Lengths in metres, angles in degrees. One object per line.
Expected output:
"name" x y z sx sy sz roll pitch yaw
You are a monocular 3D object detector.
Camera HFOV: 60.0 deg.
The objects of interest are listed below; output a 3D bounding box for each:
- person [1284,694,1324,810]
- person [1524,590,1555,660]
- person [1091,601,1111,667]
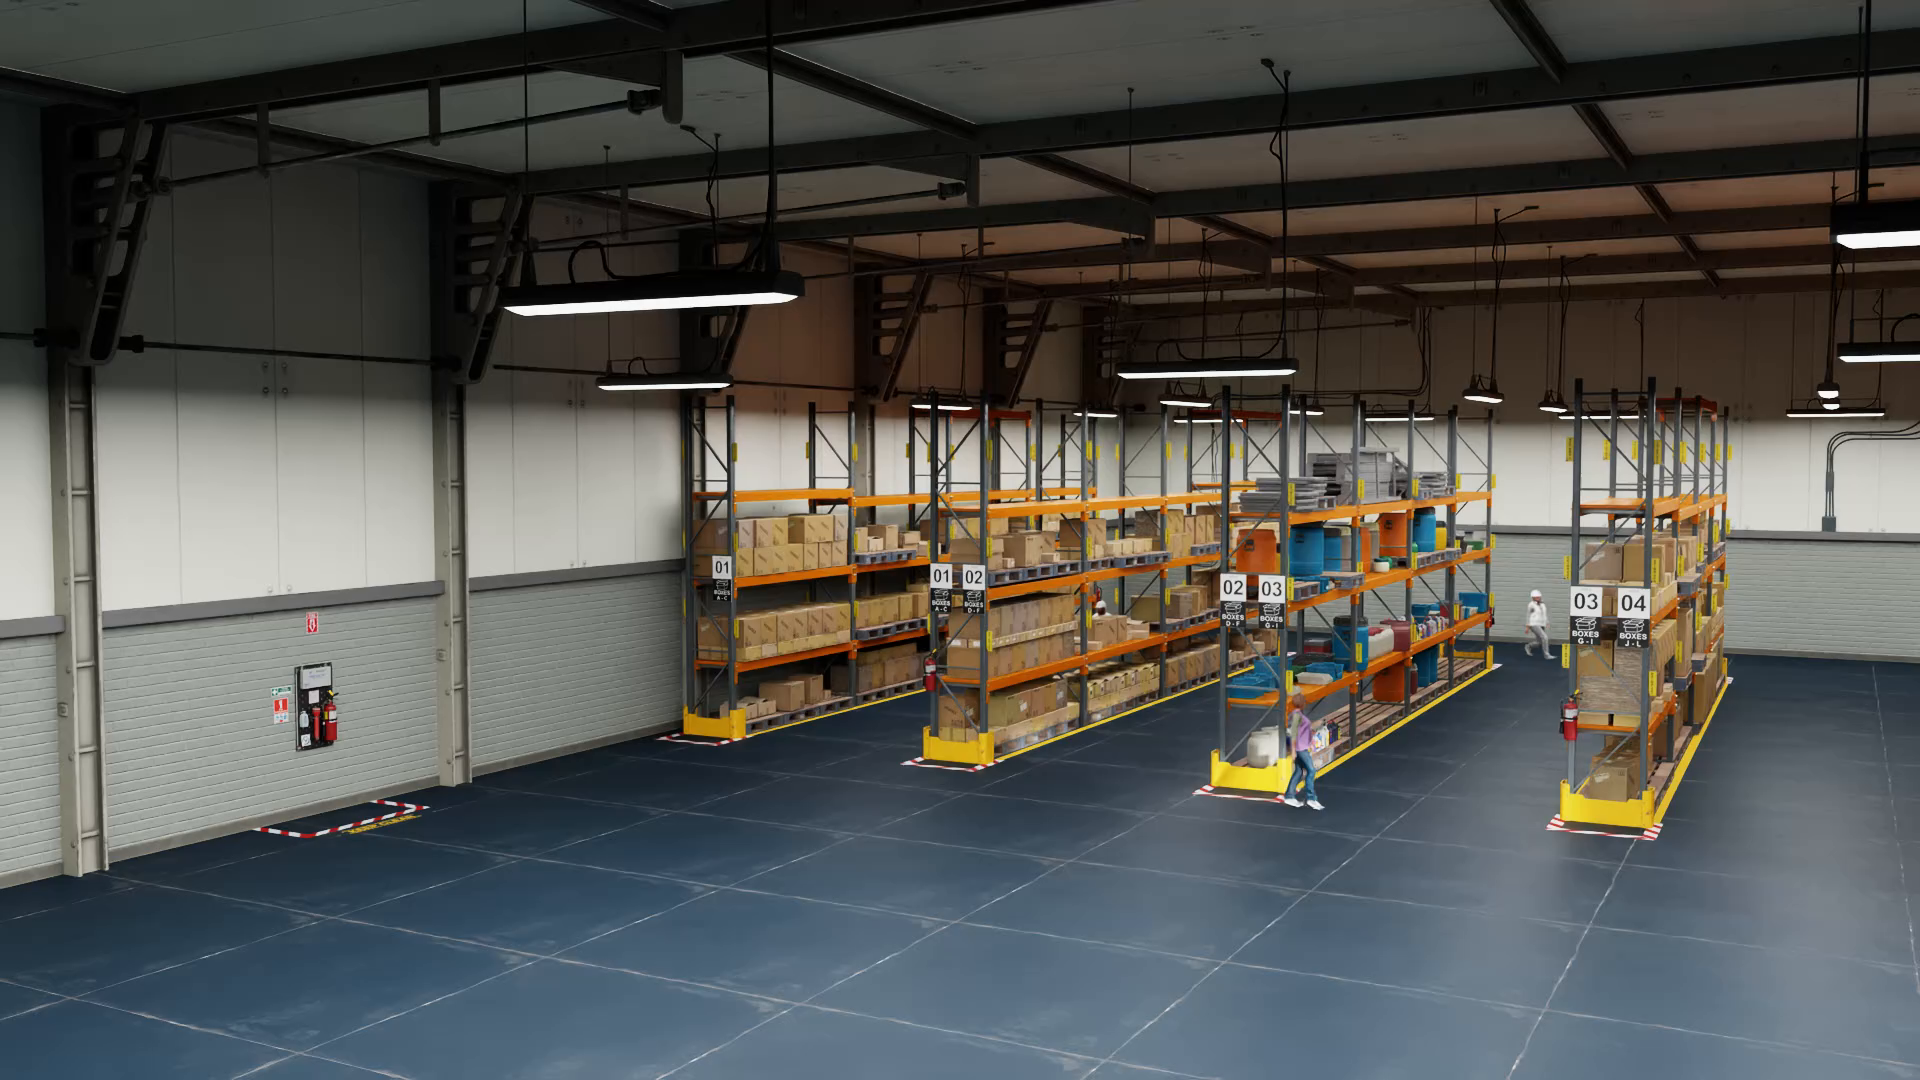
"person" 4.860 2.982 23.483 0.556 1.601 0.440 0 3 9
"person" 14.064 2.047 40.382 0.529 1.666 1.014 -2 4 -31
"person" 3.076 2.210 36.284 0.622 1.775 0.705 2 4 38
